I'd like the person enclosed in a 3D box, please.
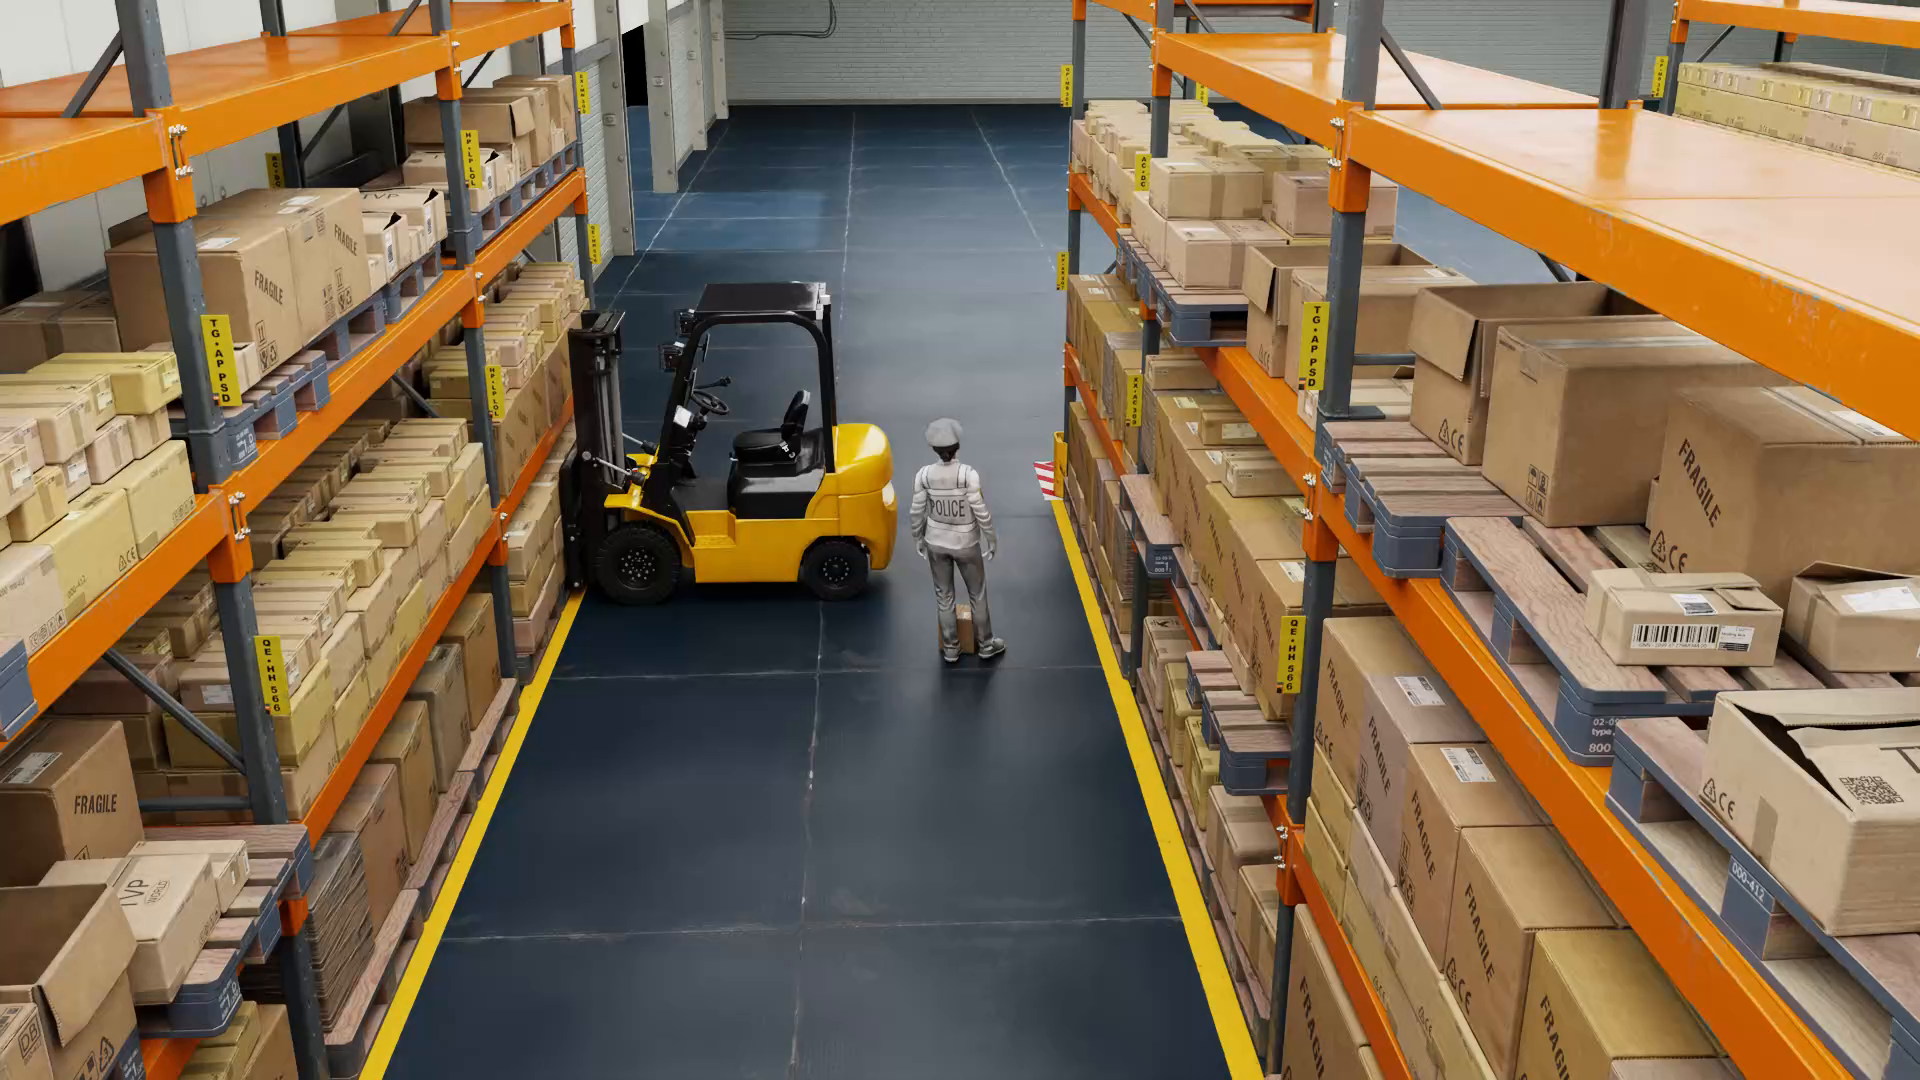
[{"bbox_3d":[-0.024,-0.004,11.014,0.587,1.694,0.529,6,21,15],"label":"person"}]
